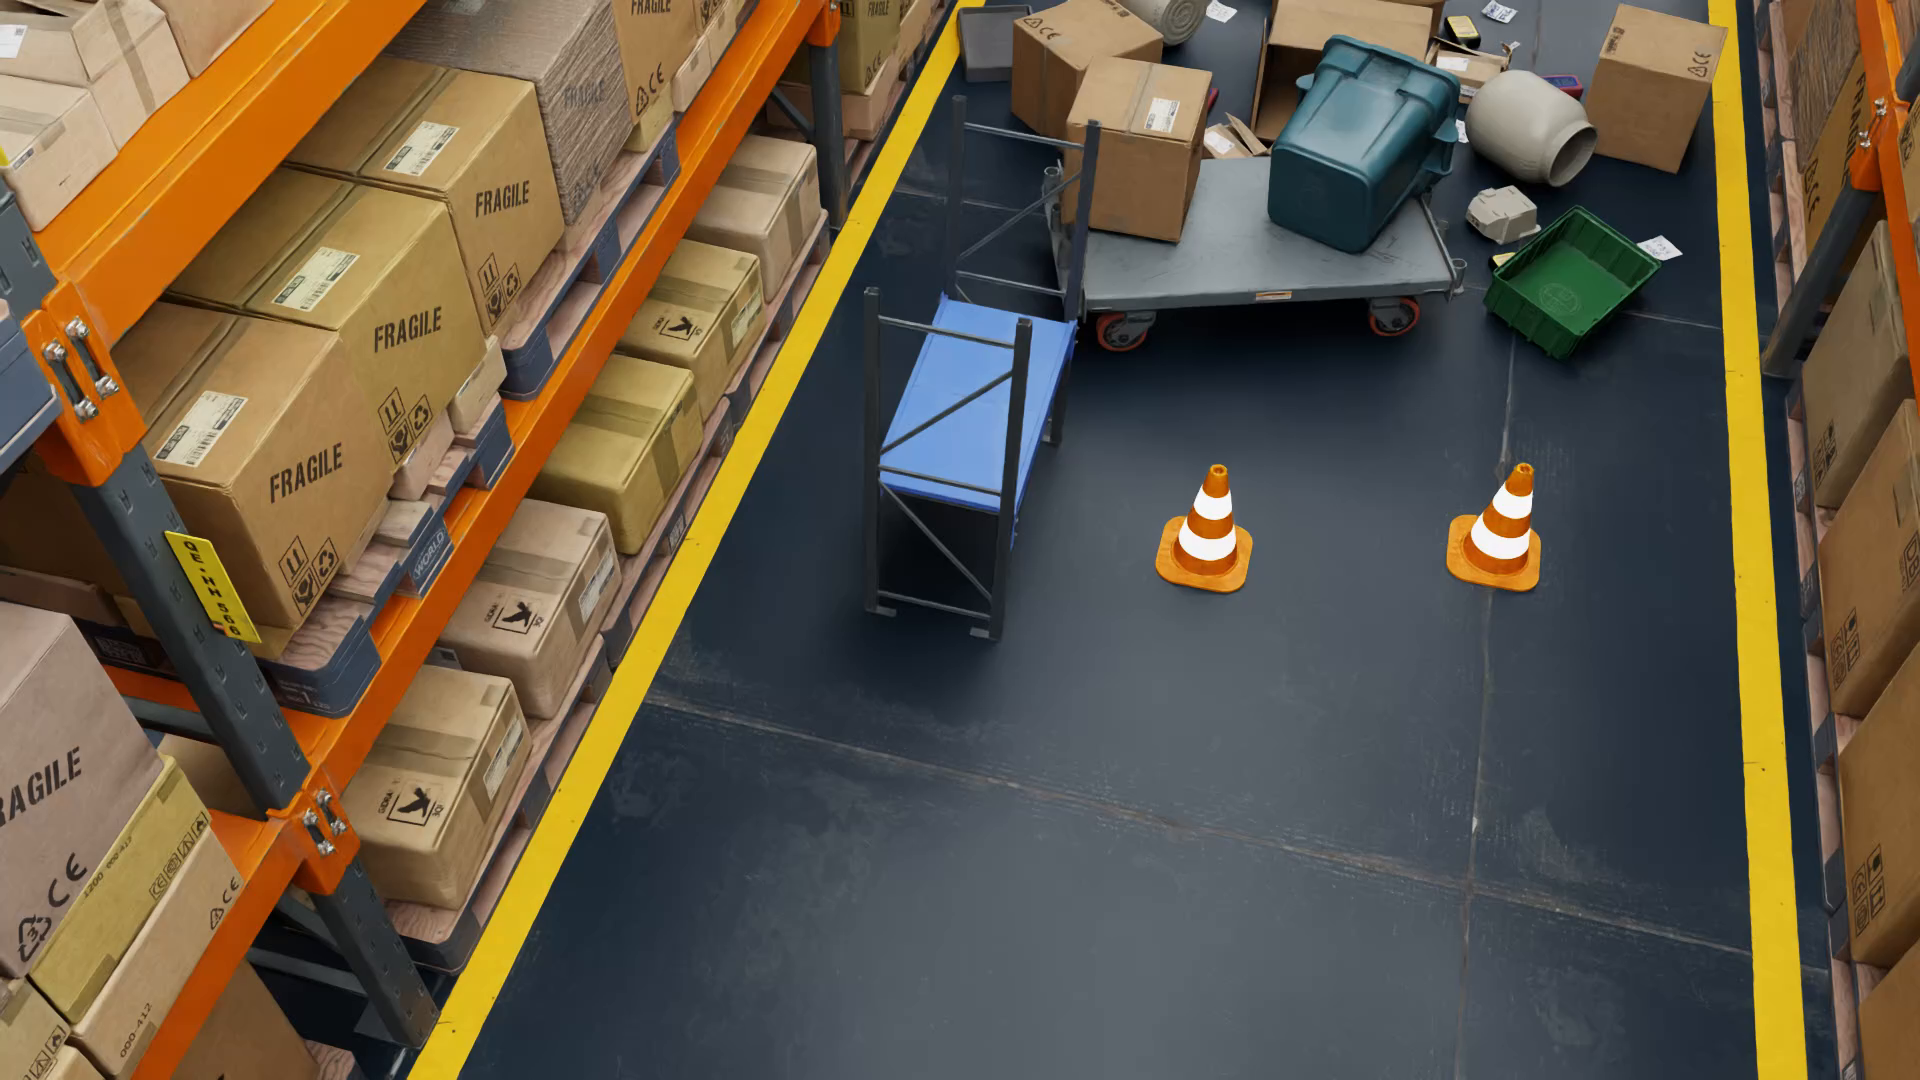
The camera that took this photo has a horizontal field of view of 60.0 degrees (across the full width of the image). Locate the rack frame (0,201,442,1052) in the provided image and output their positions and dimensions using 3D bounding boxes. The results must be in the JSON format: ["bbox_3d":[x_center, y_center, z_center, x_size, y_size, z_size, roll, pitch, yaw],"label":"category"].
[{"bbox_3d":[-2.056,0.376,3.917,1.000,3.000,0.127,12,50,10],"label":"rack frame"}]

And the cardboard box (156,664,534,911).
[{"bbox_3d":[-1.898,0.700,5.104,0.950,0.372,0.625,9,49,7],"label":"cardboard box"}]

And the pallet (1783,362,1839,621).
[{"bbox_3d":[3.669,-0.118,6.213,1.003,0.211,1.213,12,50,10],"label":"pallet"}]

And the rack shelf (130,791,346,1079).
[{"bbox_3d":[-2.582,2.061,2.910,1.077,0.370,4.000,12,50,10],"label":"rack shelf"}]

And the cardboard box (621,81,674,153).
[{"bbox_3d":[-1.155,-1.411,5.382,0.380,0.149,0.250,12,50,10],"label":"cardboard box"}]

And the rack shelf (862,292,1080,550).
[{"bbox_3d":[0.054,-0.443,5.867,0.538,0.185,1.000,13,50,8],"label":"rack shelf"}]

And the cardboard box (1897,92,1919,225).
[{"bbox_3d":[3.401,-1.319,5.347,0.500,0.500,0.500,12,50,10],"label":"cardboard box"}]

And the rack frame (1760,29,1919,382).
[{"bbox_3d":[3.799,-1.613,5.673,1.000,3.000,0.127,12,50,10],"label":"rack frame"}]

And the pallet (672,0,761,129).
[{"bbox_3d":[-1.345,-1.930,6.080,1.003,0.211,1.213,12,50,10],"label":"pallet"}]

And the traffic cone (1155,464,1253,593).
[{"bbox_3d":[0.910,-0.097,6.027,0.336,0.463,0.334,12,50,10],"label":"traffic cone"}]

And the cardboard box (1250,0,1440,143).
[{"bbox_3d":[1.792,-2.181,7.749,0.797,0.637,0.503,12,50,10],"label":"cardboard box"}]

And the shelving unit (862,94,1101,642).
[{"bbox_3d":[0.061,-0.560,5.731,0.538,1.500,1.048,13,50,8],"label":"shelving unit"}]

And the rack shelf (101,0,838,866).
[{"bbox_3d":[-1.529,-0.832,5.464,1.077,0.370,4.000,12,50,10],"label":"rack shelf"}]

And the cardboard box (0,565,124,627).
[{"bbox_3d":[-2.197,0.037,4.104,0.380,0.149,0.250,13,50,11],"label":"cardboard box"}]

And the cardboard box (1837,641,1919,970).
[{"bbox_3d":[3.220,0.830,4.738,1.050,0.750,0.750,12,50,11],"label":"cardboard box"}]

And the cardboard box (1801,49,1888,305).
[{"bbox_3d":[4.032,-1.490,6.702,0.875,0.875,0.875,12,50,11],"label":"cardboard box"}]

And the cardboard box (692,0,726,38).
[{"bbox_3d":[-1.033,-2.049,5.513,0.500,0.500,0.500,12,50,10],"label":"cardboard box"}]

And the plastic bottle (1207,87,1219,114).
[{"bbox_3d":[1.146,-2.108,8.070,0.133,0.061,0.283,19,51,16],"label":"plastic bottle"}]

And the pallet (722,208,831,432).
[{"bbox_3d":[-1.207,-1.031,7.019,1.003,0.211,1.213,12,50,10],"label":"pallet"}]

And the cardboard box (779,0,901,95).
[{"bbox_3d":[-0.587,-2.368,7.393,0.500,0.500,0.500,14,50,12],"label":"cardboard box"}]

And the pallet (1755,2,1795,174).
[{"bbox_3d":[4.394,-2.110,7.972,1.003,0.211,1.213,12,50,10],"label":"pallet"}]

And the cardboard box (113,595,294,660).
[{"bbox_3d":[-1.791,0.122,4.029,0.380,0.149,0.250,9,49,8],"label":"cardboard box"}]

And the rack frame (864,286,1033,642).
[{"bbox_3d":[-0.065,-0.191,5.405,0.500,1.500,0.032,13,50,8],"label":"rack frame"}]

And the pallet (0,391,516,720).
[{"bbox_3d":[-1.971,-0.097,4.463,1.213,0.211,1.003,12,50,10],"label":"pallet"}]

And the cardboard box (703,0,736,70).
[{"bbox_3d":[-0.992,-1.765,5.695,0.380,0.149,0.250,11,49,9],"label":"cardboard box"}]

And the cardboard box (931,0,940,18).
[{"bbox_3d":[-0.321,-2.892,8.356,0.500,0.250,0.500,11,49,10],"label":"cardboard box"}]

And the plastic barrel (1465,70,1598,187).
[{"bbox_3d":[2.618,-1.884,7.631,0.421,0.421,0.512,-27,54,-22],"label":"plastic barrel"}]

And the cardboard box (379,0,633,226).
[{"bbox_3d":[-1.311,-1.298,4.850,0.500,0.500,0.500,10,49,9],"label":"cardboard box"}]

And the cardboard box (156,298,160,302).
[{"bbox_3d":[-2.079,-0.654,4.281,0.500,0.500,0.500,11,49,9],"label":"cardboard box"}]

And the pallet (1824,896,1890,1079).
[{"bbox_3d":[3.026,1.647,4.655,1.003,0.211,1.213,12,50,10],"label":"pallet"}]

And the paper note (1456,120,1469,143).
[{"bbox_3d":[2.391,-1.972,7.975,0.172,0.023,0.155,28,54,22],"label":"paper note"}]

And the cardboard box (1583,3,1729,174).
[{"bbox_3d":[3.218,-2.112,7.779,0.500,0.500,0.500,19,51,16],"label":"cardboard box"}]

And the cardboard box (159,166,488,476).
[{"bbox_3d":[-1.584,-0.552,4.192,0.500,0.500,0.500,14,50,12],"label":"cardboard box"}]

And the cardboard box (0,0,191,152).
[{"bbox_3d":[-1.742,-0.951,3.178,0.396,0.266,0.258,12,50,10],"label":"cardboard box"}]

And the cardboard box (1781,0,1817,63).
[{"bbox_3d":[4.507,-2.802,7.860,0.875,0.875,0.875,11,49,9],"label":"cardboard box"}]

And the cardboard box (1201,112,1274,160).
[{"bbox_3d":[1.282,-1.778,7.642,0.258,0.266,0.396,-19,51,-16],"label":"cardboard box"}]

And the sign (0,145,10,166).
[{"bbox_3d":[-1.523,-0.698,2.467,0.100,0.325,0.005,12,50,10],"label":"sign"}]

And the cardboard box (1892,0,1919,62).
[{"bbox_3d":[3.885,-1.932,5.855,0.875,0.550,0.550,12,50,10],"label":"cardboard box"}]

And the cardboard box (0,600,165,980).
[{"bbox_3d":[-1.940,0.438,3.129,0.500,0.500,0.500,10,49,9],"label":"cardboard box"}]

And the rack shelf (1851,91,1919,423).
[{"bbox_3d":[3.273,0.071,4.666,1.077,0.370,4.000,12,50,10],"label":"rack shelf"}]

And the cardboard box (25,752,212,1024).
[{"bbox_3d":[-1.938,0.661,3.433,0.500,0.250,0.500,11,50,10],"label":"cardboard box"}]

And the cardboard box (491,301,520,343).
[{"bbox_3d":[-1.487,-0.649,4.710,0.380,0.149,0.250,14,50,12],"label":"cardboard box"}]

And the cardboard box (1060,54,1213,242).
[{"bbox_3d":[0.722,-1.611,6.833,0.500,0.500,0.500,12,50,10],"label":"cardboard box"}]

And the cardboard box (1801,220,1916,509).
[{"bbox_3d":[3.722,-0.541,5.947,1.050,0.750,0.750,11,50,10],"label":"cardboard box"}]

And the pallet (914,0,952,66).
[{"bbox_3d":[-0.541,-2.972,8.733,1.003,0.211,1.213,12,50,10],"label":"pallet"}]

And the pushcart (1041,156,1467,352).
[{"bbox_3d":[1.210,-1.236,7.089,1.648,0.377,0.936,-4,49,-3],"label":"pushcart"}]

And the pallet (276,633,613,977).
[{"bbox_3d":[-1.849,0.734,5.461,1.003,0.211,1.213,12,50,10],"label":"pallet"}]

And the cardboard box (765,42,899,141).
[{"bbox_3d":[-0.587,-2.120,7.674,0.500,0.250,0.500,10,49,8],"label":"cardboard box"}]

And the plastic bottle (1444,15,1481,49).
[{"bbox_3d":[2.573,-2.575,8.482,0.133,0.061,0.283,-4,49,-3],"label":"plastic bottle"}]

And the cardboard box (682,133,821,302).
[{"bbox_3d":[-1.139,-1.407,6.963,0.950,0.372,0.625,12,50,11],"label":"cardboard box"}]

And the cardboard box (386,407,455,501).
[{"bbox_3d":[-1.568,-0.265,4.370,0.380,0.149,0.250,9,49,8],"label":"cardboard box"}]

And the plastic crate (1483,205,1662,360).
[{"bbox_3d":[2.581,-1.086,7.045,0.662,0.188,0.450,-37,68,-28],"label":"plastic crate"}]

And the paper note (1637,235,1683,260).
[{"bbox_3d":[3.102,-1.296,7.373,0.147,0.020,0.142,-19,51,-16],"label":"paper note"}]

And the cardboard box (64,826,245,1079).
[{"bbox_3d":[-1.939,0.843,3.606,0.500,0.250,0.500,10,49,9],"label":"cardboard box"}]

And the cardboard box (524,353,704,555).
[{"bbox_3d":[-1.506,-0.383,6.060,0.950,0.372,0.625,13,50,11],"label":"cardboard box"}]
